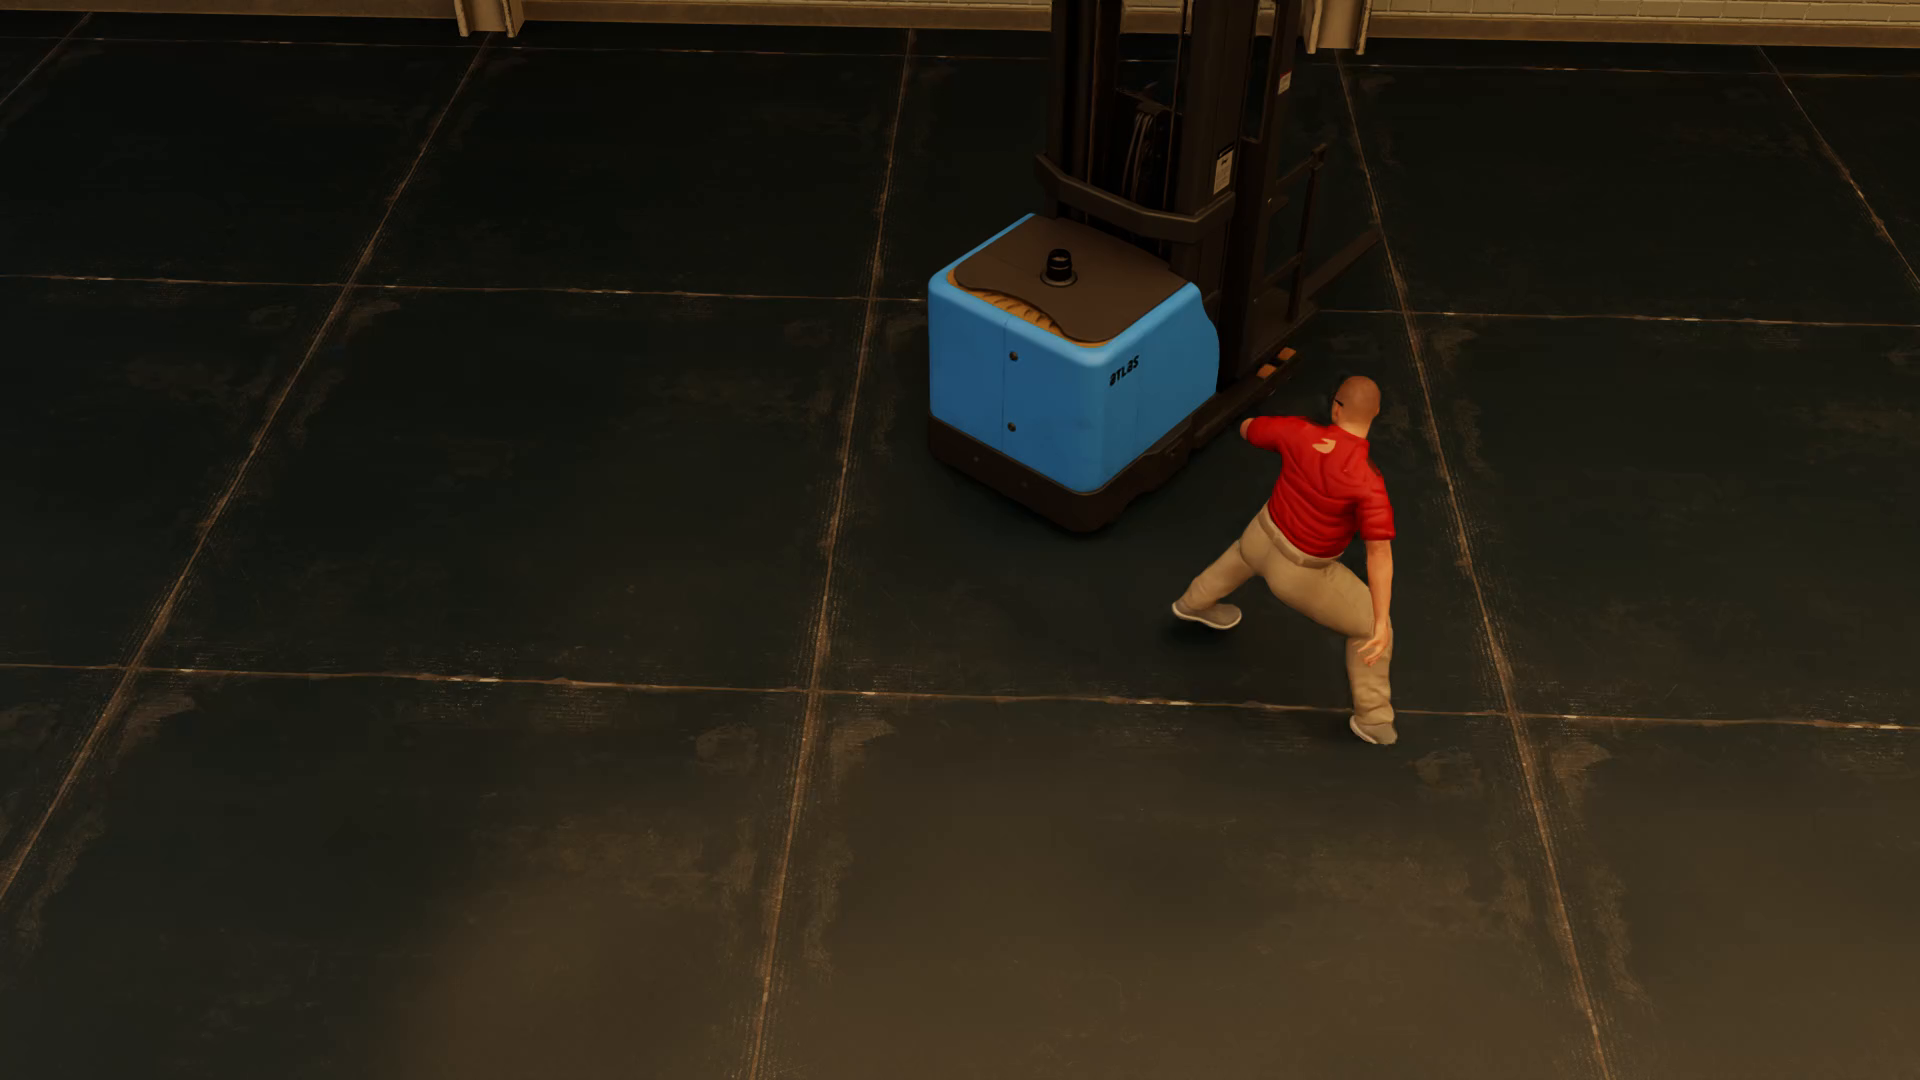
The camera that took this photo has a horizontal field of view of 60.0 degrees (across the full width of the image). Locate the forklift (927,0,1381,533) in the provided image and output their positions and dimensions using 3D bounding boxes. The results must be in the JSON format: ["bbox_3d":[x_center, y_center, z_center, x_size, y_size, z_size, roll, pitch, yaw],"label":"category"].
[{"bbox_3d":[1.174,-2.039,7.976,1.130,2.935,3.031,30,50,29],"label":"forklift"}]

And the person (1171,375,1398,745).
[{"bbox_3d":[1.444,0.097,6.732,0.552,1.685,1.151,-22,47,-22],"label":"person"}]
